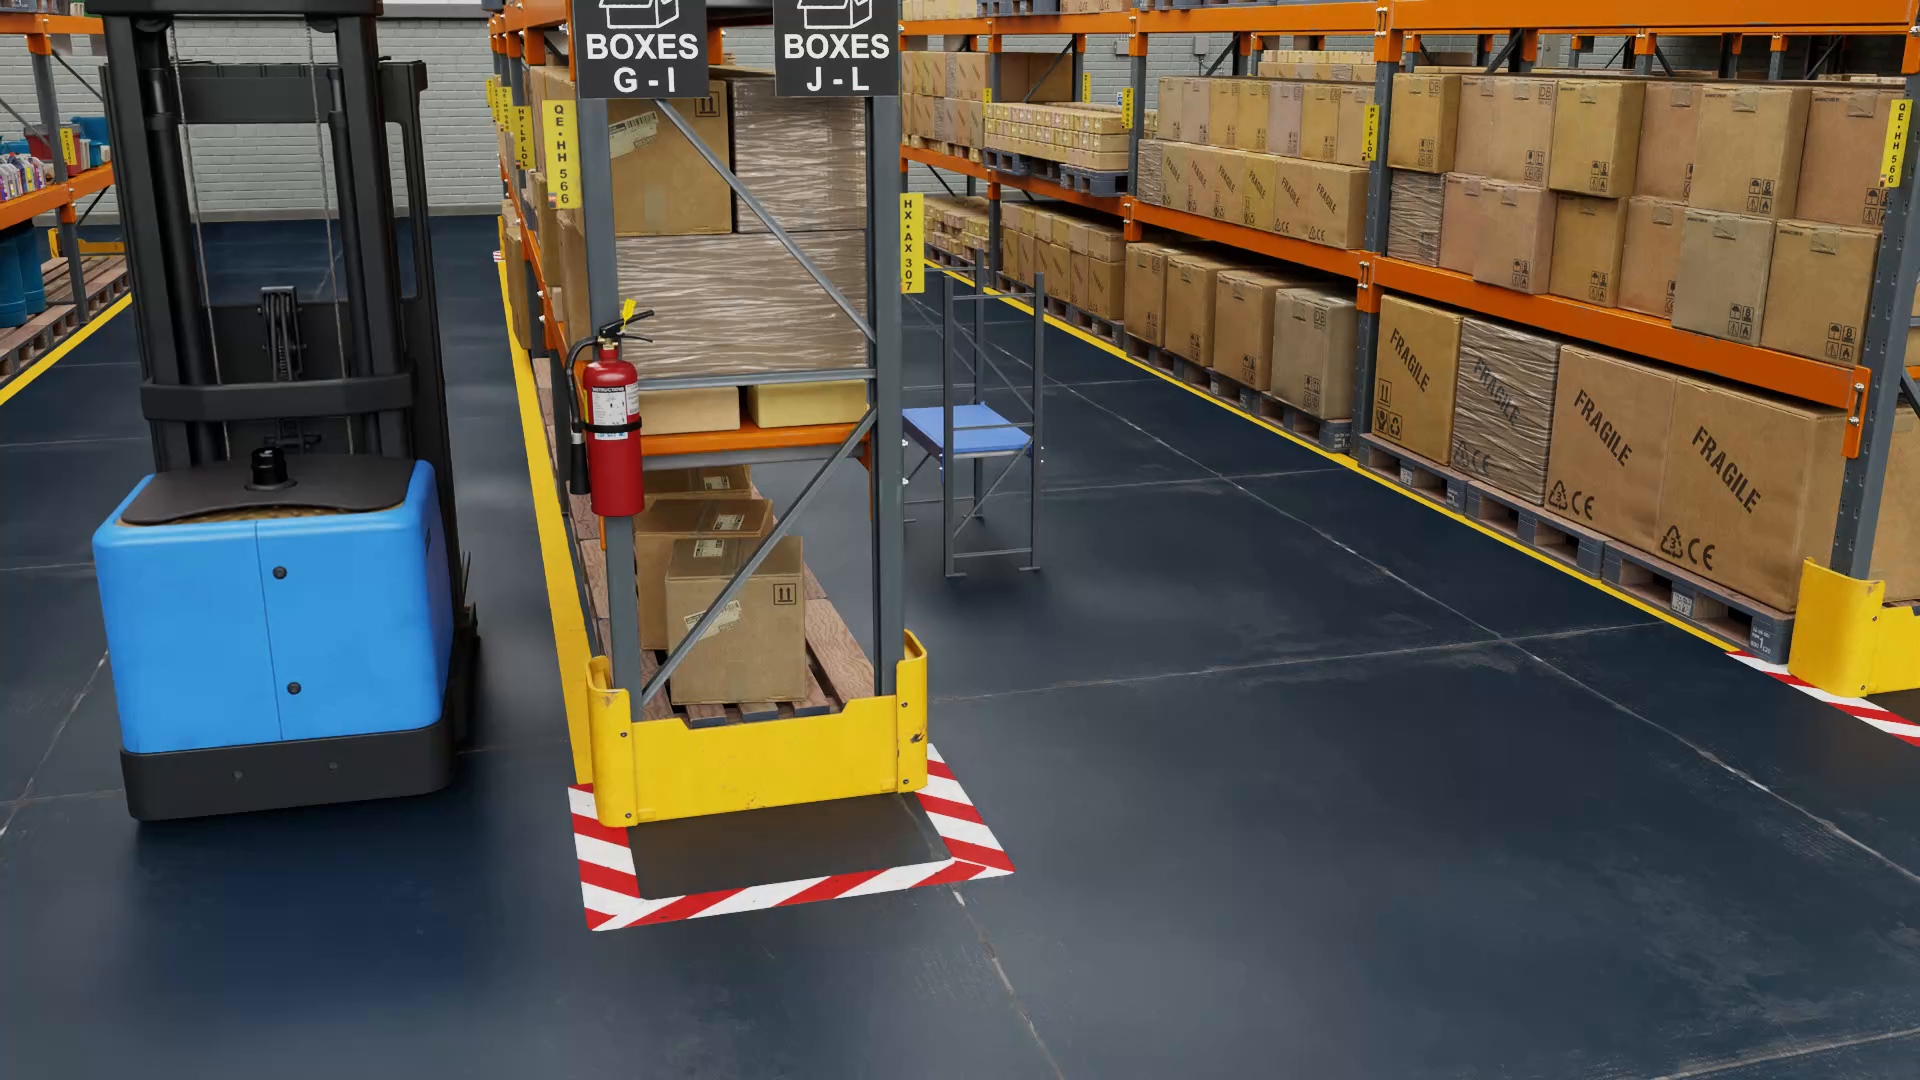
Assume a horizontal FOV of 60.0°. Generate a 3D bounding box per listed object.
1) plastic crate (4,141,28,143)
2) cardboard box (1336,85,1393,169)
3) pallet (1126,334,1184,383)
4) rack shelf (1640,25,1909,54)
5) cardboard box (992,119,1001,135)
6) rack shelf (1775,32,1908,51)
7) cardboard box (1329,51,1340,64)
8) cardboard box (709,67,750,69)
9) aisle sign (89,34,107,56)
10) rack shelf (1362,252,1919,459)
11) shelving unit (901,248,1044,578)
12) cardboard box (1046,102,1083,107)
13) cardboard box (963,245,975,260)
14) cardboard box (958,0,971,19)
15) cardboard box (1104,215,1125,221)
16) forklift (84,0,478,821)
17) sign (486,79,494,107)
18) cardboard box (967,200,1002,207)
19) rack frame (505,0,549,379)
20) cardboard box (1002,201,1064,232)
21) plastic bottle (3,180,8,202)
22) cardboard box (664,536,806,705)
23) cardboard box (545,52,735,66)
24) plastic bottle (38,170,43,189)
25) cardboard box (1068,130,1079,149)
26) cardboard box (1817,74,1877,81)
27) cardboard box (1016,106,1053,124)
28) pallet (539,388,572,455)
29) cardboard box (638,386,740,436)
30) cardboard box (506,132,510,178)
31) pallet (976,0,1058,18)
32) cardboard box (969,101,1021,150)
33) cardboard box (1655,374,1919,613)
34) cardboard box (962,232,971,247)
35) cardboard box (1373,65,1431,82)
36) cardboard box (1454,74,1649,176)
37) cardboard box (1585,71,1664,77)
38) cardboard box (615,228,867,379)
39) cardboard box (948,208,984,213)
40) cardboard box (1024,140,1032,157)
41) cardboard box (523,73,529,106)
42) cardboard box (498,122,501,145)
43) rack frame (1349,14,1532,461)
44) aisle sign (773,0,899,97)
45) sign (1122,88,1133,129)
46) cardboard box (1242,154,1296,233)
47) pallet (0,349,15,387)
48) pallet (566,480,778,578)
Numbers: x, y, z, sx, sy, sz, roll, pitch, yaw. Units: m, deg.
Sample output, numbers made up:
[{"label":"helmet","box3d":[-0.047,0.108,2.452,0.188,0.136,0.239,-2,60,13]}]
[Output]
[{"label":"plastic crate","box3d":[-9.737,-4.047,17.398,0.416,0.233,0.300,-5,17,-15]},{"label":"cardboard box","box3d":[2.865,-2.657,10.672,0.700,0.500,0.500,-5,17,-16]},{"label":"pallet","box3d":[2.052,-1.540,13.713,1.003,0.211,1.213,-5,17,-15]},{"label":"rack shelf","box3d":[7.189,-4.058,13.284,1.077,0.370,4.000,-5,17,-15]},{"label":"cardboard box","box3d":[0.548,-4.213,16.952,0.380,0.149,0.250,-5,17,-16]},{"label":"rack shelf","box3d":[10.861,-5.558,18.277,1.077,0.370,4.000,-5,17,-15]},{"label":"cardboard box","box3d":[4.777,-5.948,20.502,0.380,0.149,0.250,-5,17,-15]},{"label":"cardboard box","box3d":[-1.263,-2.058,8.159,0.500,0.500,0.500,-5,17,-15]},{"label":"aisle sign","box3d":[-9.588,-5.845,18.678,0.394,0.787,0.004,-5,17,-15]},{"label":"rack shelf","box3d":[3.557,-1.096,8.636,1.077,0.370,4.000,-5,17,-15]},{"label":"shelving unit","box3d":[0.023,-0.695,8.658,0.538,1.500,1.048,-5,17,-15]},{"label":"cardboard box","box3d":[1.106,-4.476,17.313,0.380,0.149,0.250,-4,17,-13]},{"label":"cardboard box","box3d":[0.247,-3.270,18.850,0.380,0.149,0.250,-5,18,-17]},{"label":"cardboard box","box3d":[0.288,-5.824,18.175,0.500,0.250,0.500,-5,17,-15]},{"label":"cardboard box","box3d":[1.688,-2.951,15.874,0.500,0.250,0.500,-5,17,-15]},{"label":"forklift","box3d":[-2.643,-0.846,6.674,1.130,2.935,3.031,-4,17,-13]},{"label":"sign","box3d":[-5.623,-5.359,19.936,0.100,0.325,0.005,-5,17,-15]},{"label":"cardboard box","box3d":[0.306,-4.171,20.816,0.380,0.149,0.250,-5,17,-16]},{"label":"rack frame","box3d":[-2.889,-2.736,12.845,1.000,3.000,0.127,-5,17,-15]},{"label":"cardboard box","box3d":[0.758,-3.344,17.182,0.500,0.250,0.500,-5,18,-18]},{"label":"plastic bottle","box3d":[-7.934,-2.900,13.738,0.097,0.201,0.097,0,17,0]},{"label":"cardboard box","box3d":[-0.846,0.299,6.357,0.500,0.500,0.500,-1,17,-5]},{"label":"cardboard box","box3d":[-1.873,-2.349,9.784,1.000,1.000,1.000,-5,17,-15]},{"label":"plastic bottle","box3d":[-8.273,-3.242,14.876,0.097,0.201,0.097,0,17,0]},{"label":"cardboard box","box3d":[1.184,-3.570,14.813,0.380,0.149,0.250,-4,17,-14]},{"label":"cardboard box","box3d":[7.360,-3.791,13.810,0.380,0.149,0.250,-6,18,-18]},{"label":"cardboard box","box3d":[0.762,-4.139,16.190,0.380,0.149,0.250,-5,17,-16]},{"label":"pallet","box3d":[-2.344,-0.847,11.405,1.003,0.211,1.213,-5,17,-15]},{"label":"cardboard box","box3d":[-0.967,-0.465,5.723,0.380,0.149,0.250,-5,17,-15]},{"label":"cardboard box","box3d":[-4.102,-3.743,16.025,0.500,0.500,0.500,-5,17,-15]},{"label":"pallet","box3d":[0.876,-5.374,16.740,1.213,0.211,1.003,-5,17,-15]},{"label":"cardboard box","box3d":[0.404,-4.508,18.055,0.500,0.500,0.500,-5,17,-15]},{"label":"cardboard box","box3d":[3.856,-0.253,7.543,0.875,0.875,0.875,-5,17,-15]},{"label":"cardboard box","box3d":[0.239,-3.393,18.743,0.380,0.149,0.250,-5,18,-17]},{"label":"cardboard box","box3d":[5.145,-5.261,19.341,0.500,0.500,0.500,-5,17,-16]},{"label":"cardboard box","box3d":[3.338,-2.335,9.373,0.875,0.550,0.550,-5,17,-15]},{"label":"cardboard box","box3d":[6.246,-4.168,15.703,0.500,0.500,0.500,-5,17,-17]},{"label":"cardboard box","box3d":[-0.815,-0.867,5.935,0.875,0.500,0.500,-5,17,-15]},{"label":"cardboard box","box3d":[0.068,-3.837,19.704,0.380,0.149,0.250,-5,17,-15]},{"label":"cardboard box","box3d":[0.838,-3.781,16.032,0.380,0.149,0.250,-5,17,-16]},{"label":"cardboard box","box3d":[-3.441,-3.833,14.581,0.797,0.503,0.637,-4,17,-13]},{"label":"cardboard box","box3d":[-4.931,-4.583,18.737,0.500,0.250,0.500,-5,18,-17]},{"label":"rack frame","box3d":[3.007,-1.993,10.374,1.000,3.000,0.127,-5,17,-15]},{"label":"aisle sign","box3d":[-0.385,-1.774,5.126,0.394,0.787,0.004,-5,17,-15]},{"label":"sign","box3d":[1.389,-3.571,13.751,0.100,0.325,0.005,-5,17,-15]},{"label":"cardboard box","box3d":[2.329,-2.444,11.701,0.500,0.500,0.500,-5,17,-15]},{"label":"pallet","box3d":[-7.908,-1.223,12.658,1.003,0.211,1.213,-5,17,-15]},{"label":"pallet","box3d":[-1.571,-0.111,8.954,1.003,0.211,1.213,-5,17,-15]}]
